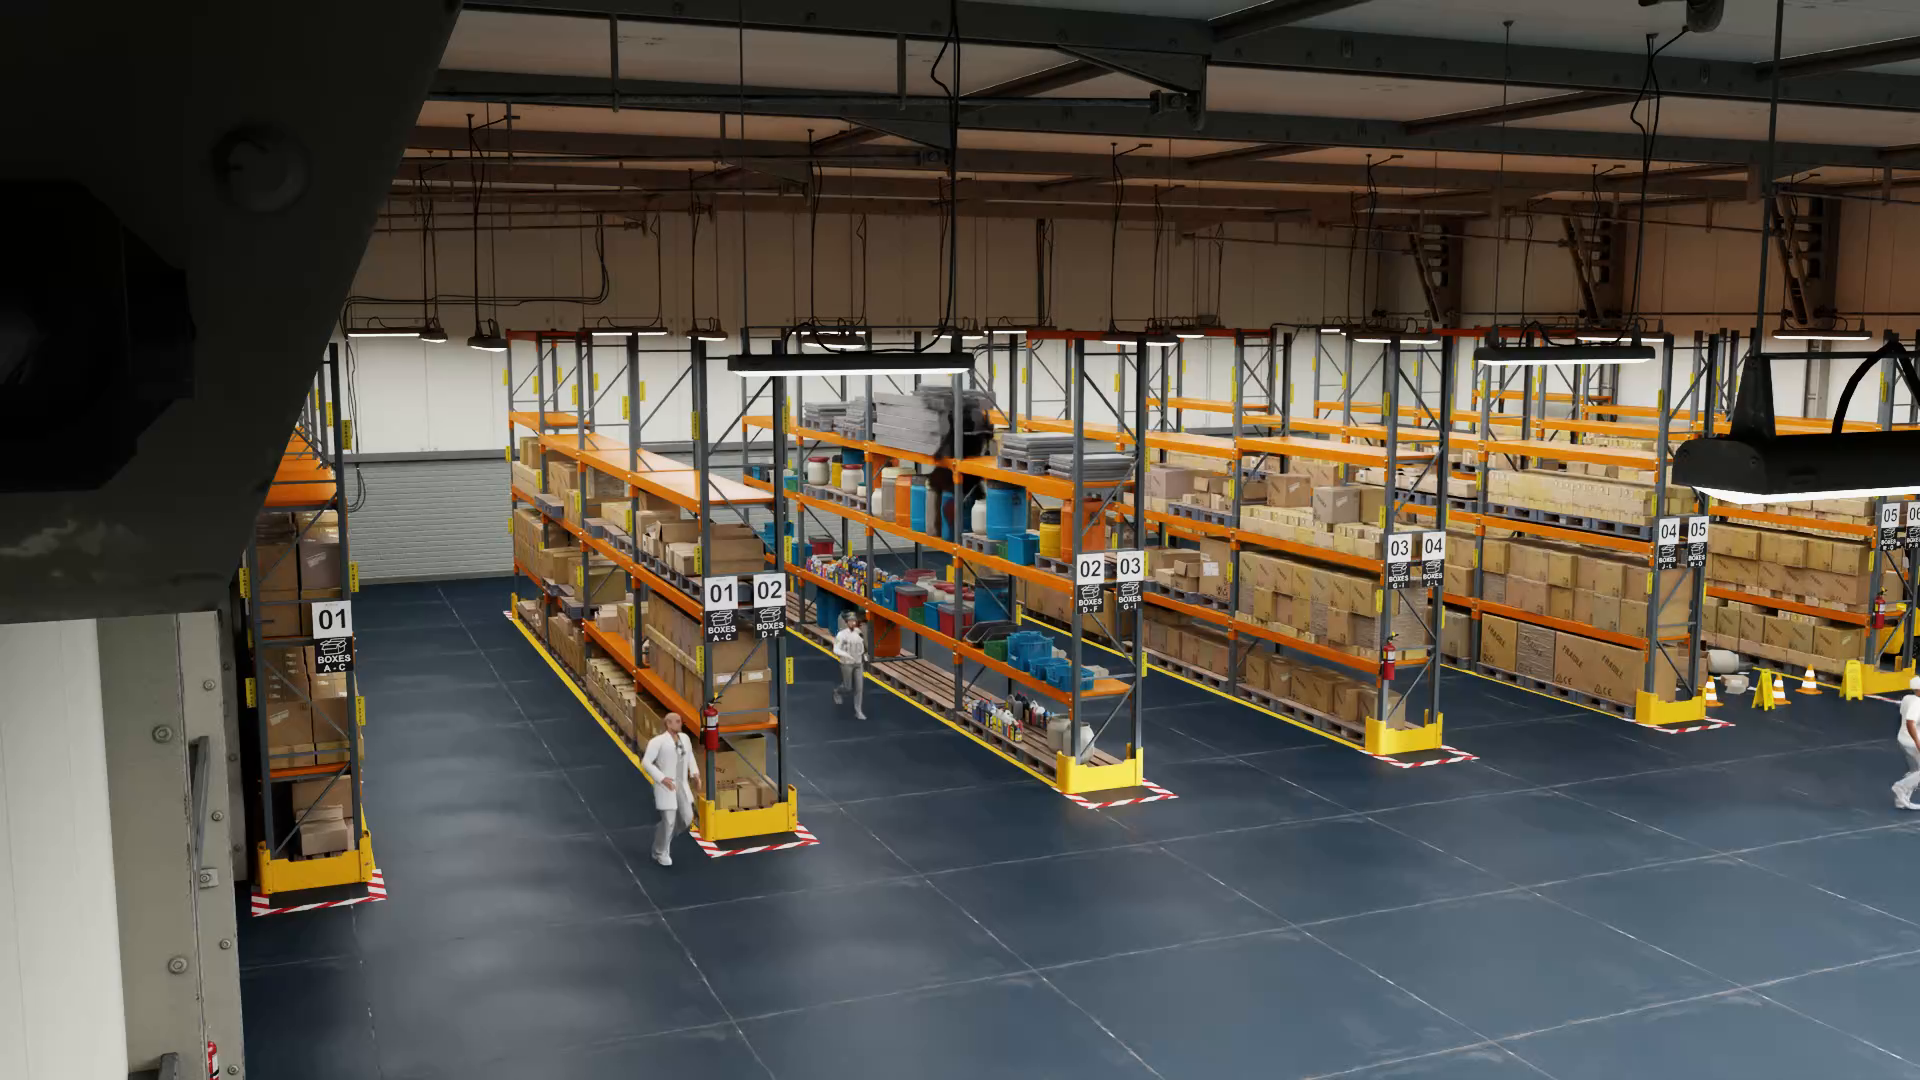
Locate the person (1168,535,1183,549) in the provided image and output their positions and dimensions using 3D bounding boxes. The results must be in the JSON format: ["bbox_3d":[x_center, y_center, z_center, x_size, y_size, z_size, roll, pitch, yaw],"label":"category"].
[{"bbox_3d":[5.308,-0.114,41.983,0.995,1.523,0.505,-4,9,-27],"label":"person"}]

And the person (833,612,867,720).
[{"bbox_3d":[-1.688,1.944,26.123,0.618,1.669,0.835,-5,9,-32],"label":"person"}]

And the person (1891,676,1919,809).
[{"bbox_3d":[12.234,2.591,21.276,0.575,1.730,0.712,2,8,13],"label":"person"}]

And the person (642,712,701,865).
[{"bbox_3d":[-3.319,2.897,19.302,0.556,1.674,0.787,7,10,41],"label":"person"}]
